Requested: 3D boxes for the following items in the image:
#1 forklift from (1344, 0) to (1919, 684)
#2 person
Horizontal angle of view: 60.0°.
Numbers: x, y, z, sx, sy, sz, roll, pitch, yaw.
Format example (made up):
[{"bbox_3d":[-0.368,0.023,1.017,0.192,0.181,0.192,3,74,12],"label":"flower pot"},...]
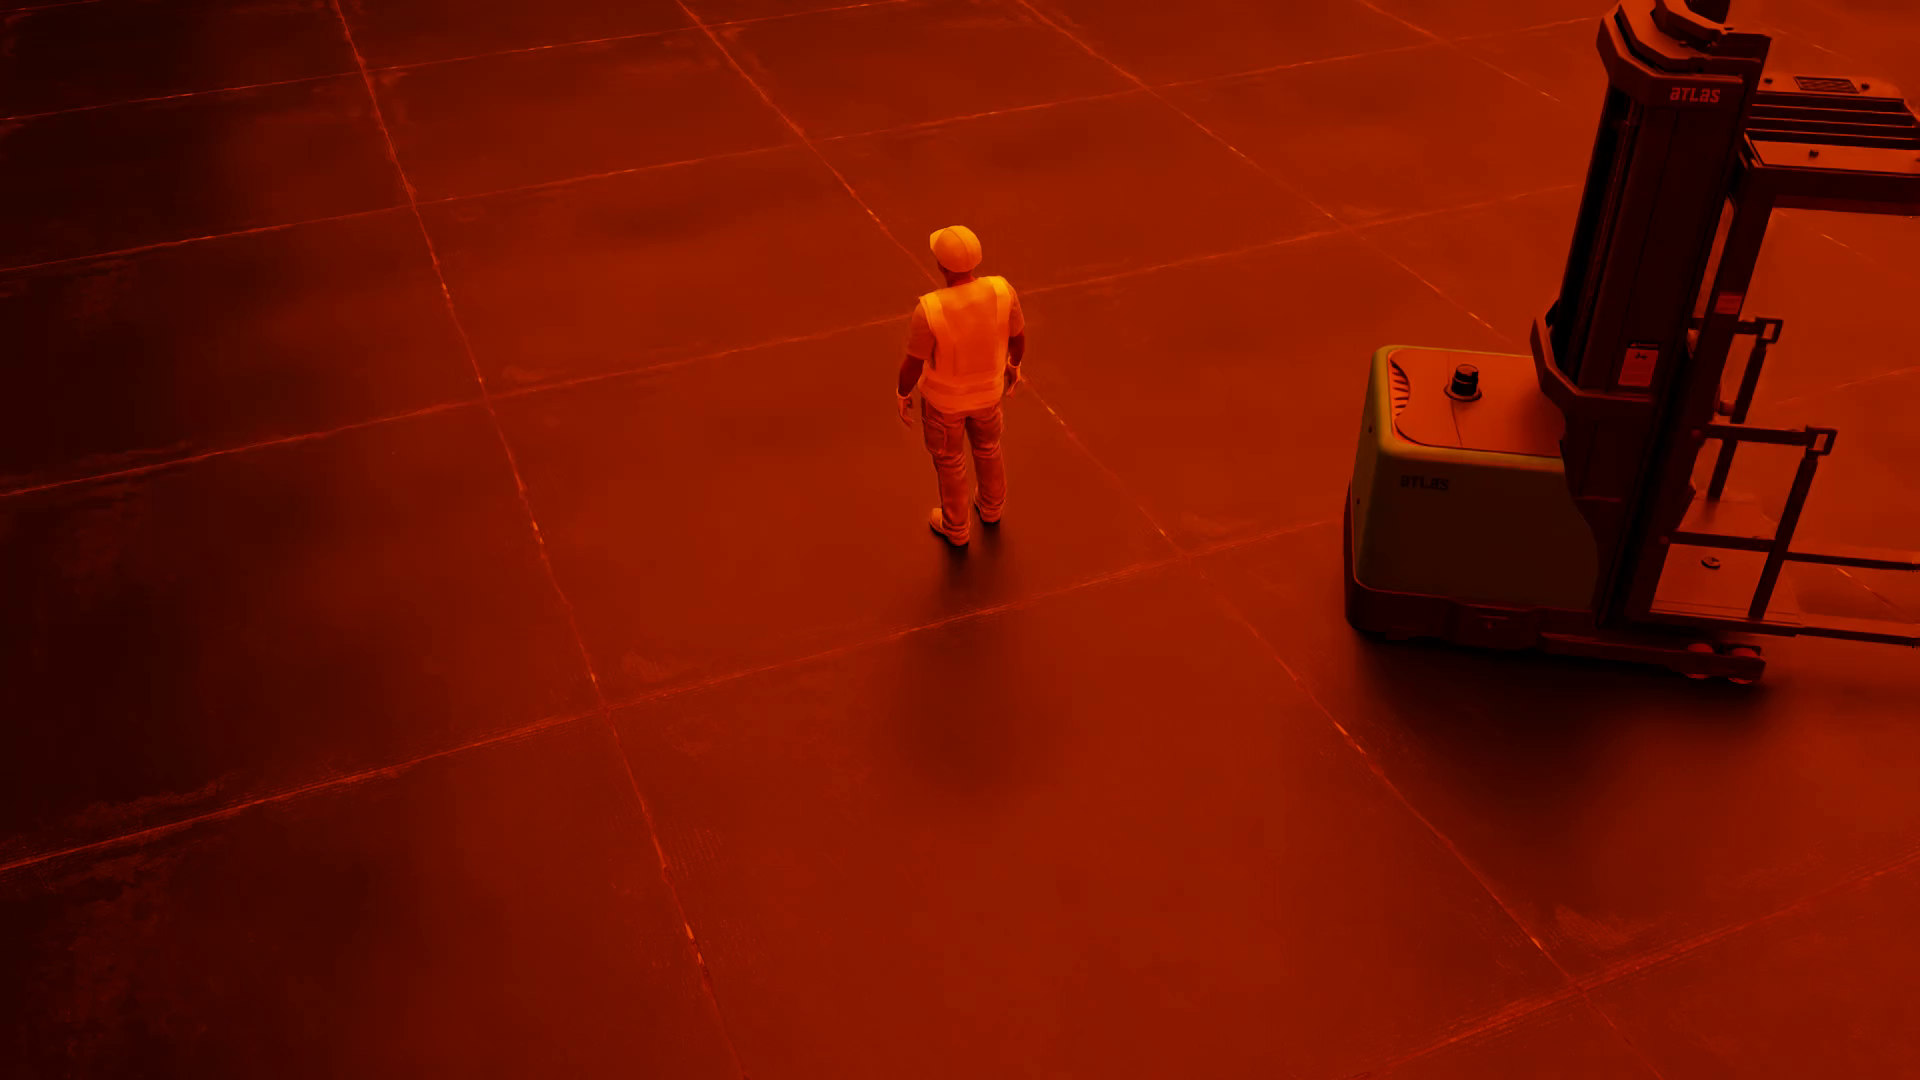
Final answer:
[{"bbox_3d":[3.422,-0.864,7.314,3.031,2.935,1.130,6,36,8],"label":"forklift"},{"bbox_3d":[-0.021,-0.771,8.165,0.656,1.779,0.574,-14,38,-19],"label":"person"}]
